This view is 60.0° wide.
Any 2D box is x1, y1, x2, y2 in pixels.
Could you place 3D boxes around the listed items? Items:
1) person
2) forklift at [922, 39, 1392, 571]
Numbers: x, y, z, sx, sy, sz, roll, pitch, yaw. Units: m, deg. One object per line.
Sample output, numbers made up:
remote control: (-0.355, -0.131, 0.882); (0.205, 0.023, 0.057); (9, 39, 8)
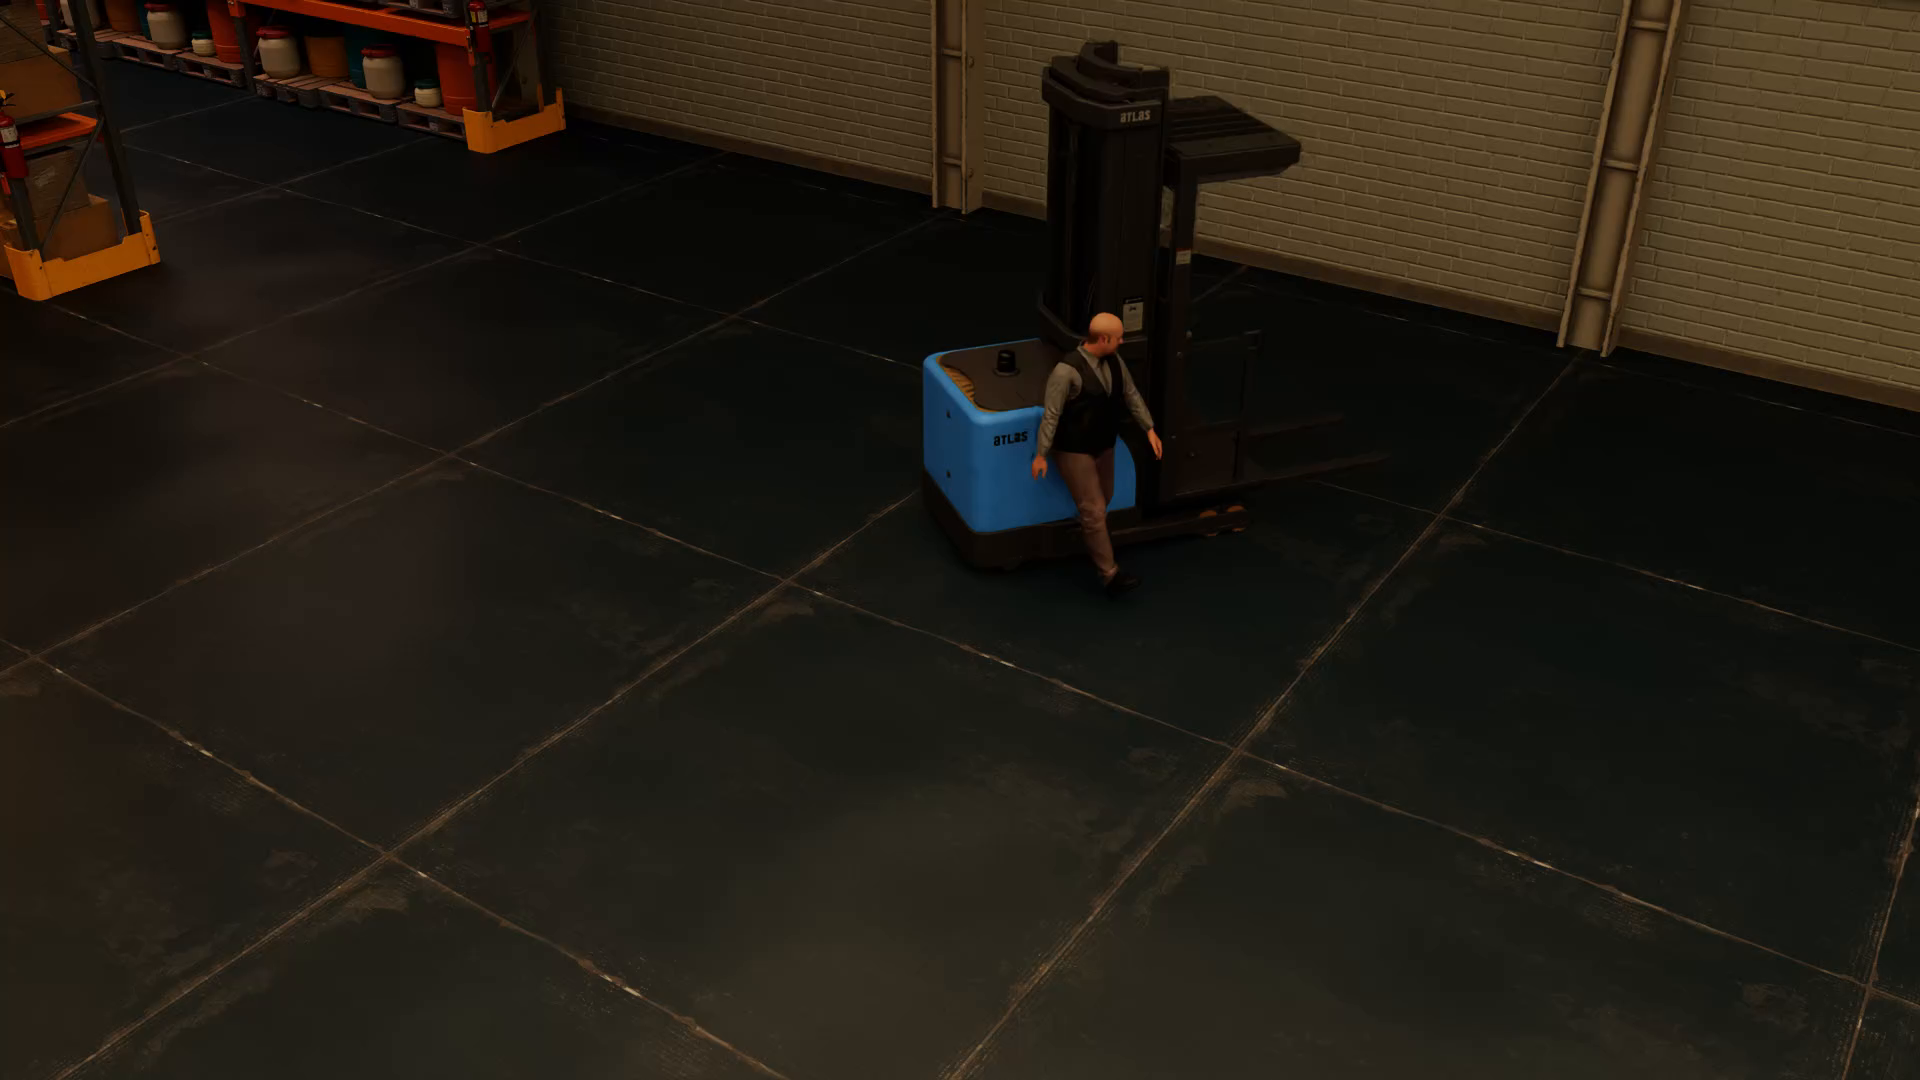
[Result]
person: (0.820, -0.496, 9.742); (0.915, 1.687, 0.718); (25, 39, 36)
forklift: (1.328, -1.525, 10.208); (3.031, 2.935, 1.130); (-10, 32, -17)
